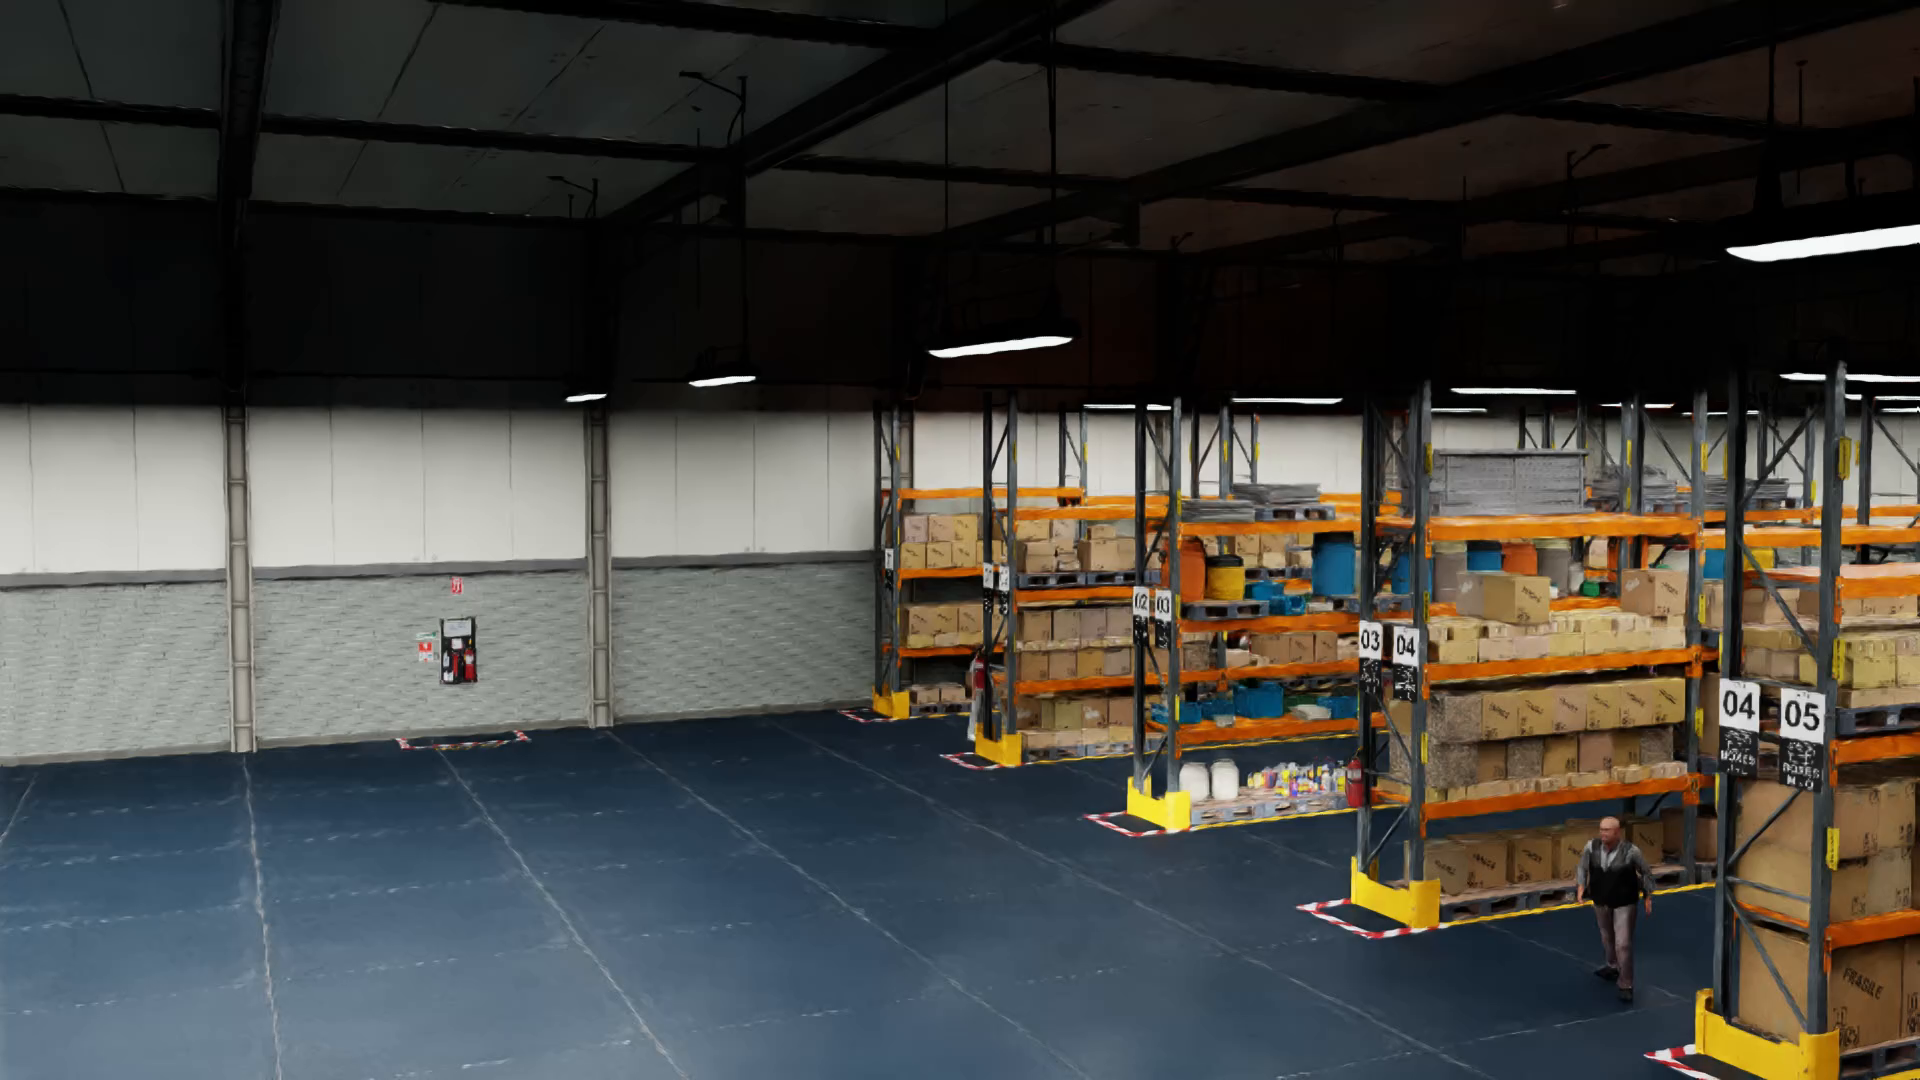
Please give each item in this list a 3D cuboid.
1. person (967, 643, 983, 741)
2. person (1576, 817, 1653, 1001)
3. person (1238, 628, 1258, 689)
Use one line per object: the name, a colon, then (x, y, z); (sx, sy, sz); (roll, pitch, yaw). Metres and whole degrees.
person: (0.379, 2.640, 28.923); (0.431, 1.659, 0.496); (2, 4, 34)
person: (6.188, 3.417, 15.689); (0.841, 1.660, 0.674); (-3, 4, -41)
person: (5.472, 2.433, 31.279); (0.446, 1.789, 0.596); (2, 4, 34)
